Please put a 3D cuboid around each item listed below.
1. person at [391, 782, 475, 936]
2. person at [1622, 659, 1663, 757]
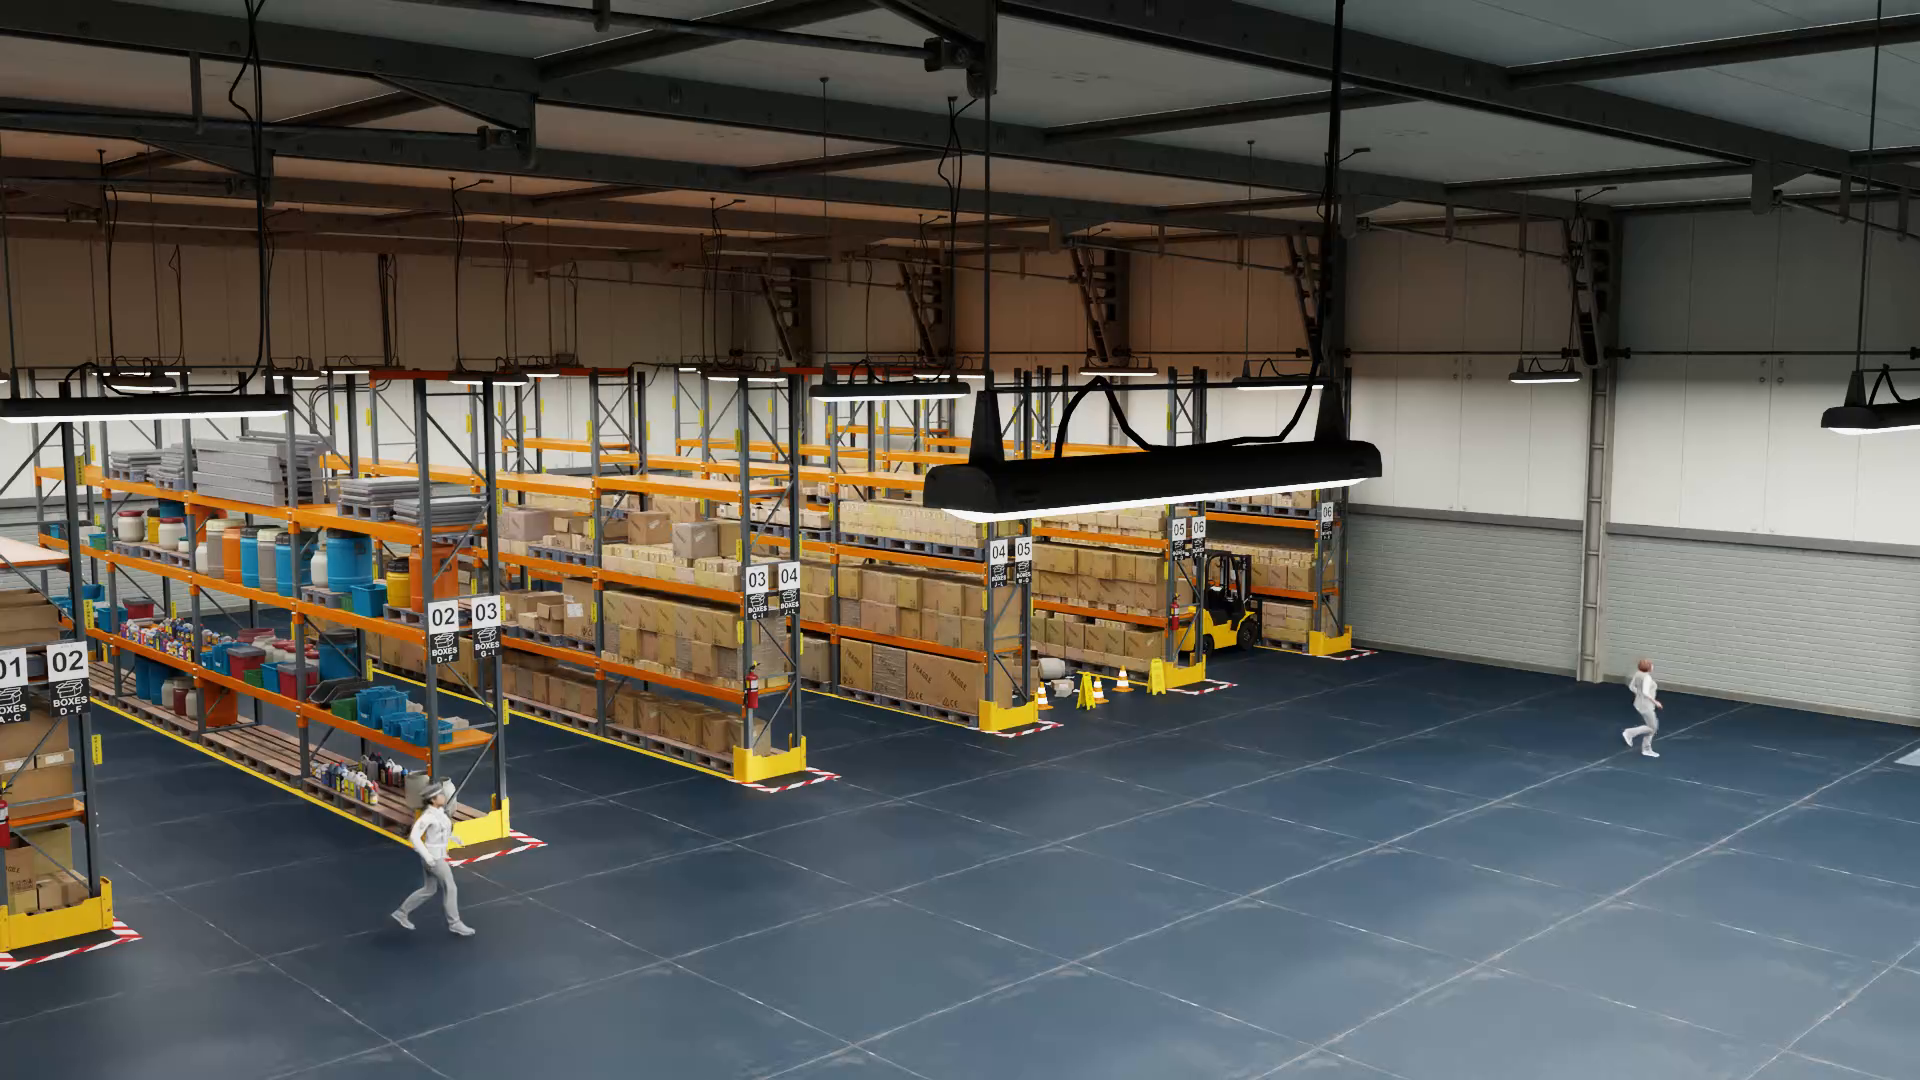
[{"bbox_3d":[-5.739,3.466,18.042,0.875,1.704,0.621,-1,7,-13],"label":"person"},{"bbox_3d":[10.690,2.631,26.104,0.623,1.564,0.545,0,6,0],"label":"person"}]
